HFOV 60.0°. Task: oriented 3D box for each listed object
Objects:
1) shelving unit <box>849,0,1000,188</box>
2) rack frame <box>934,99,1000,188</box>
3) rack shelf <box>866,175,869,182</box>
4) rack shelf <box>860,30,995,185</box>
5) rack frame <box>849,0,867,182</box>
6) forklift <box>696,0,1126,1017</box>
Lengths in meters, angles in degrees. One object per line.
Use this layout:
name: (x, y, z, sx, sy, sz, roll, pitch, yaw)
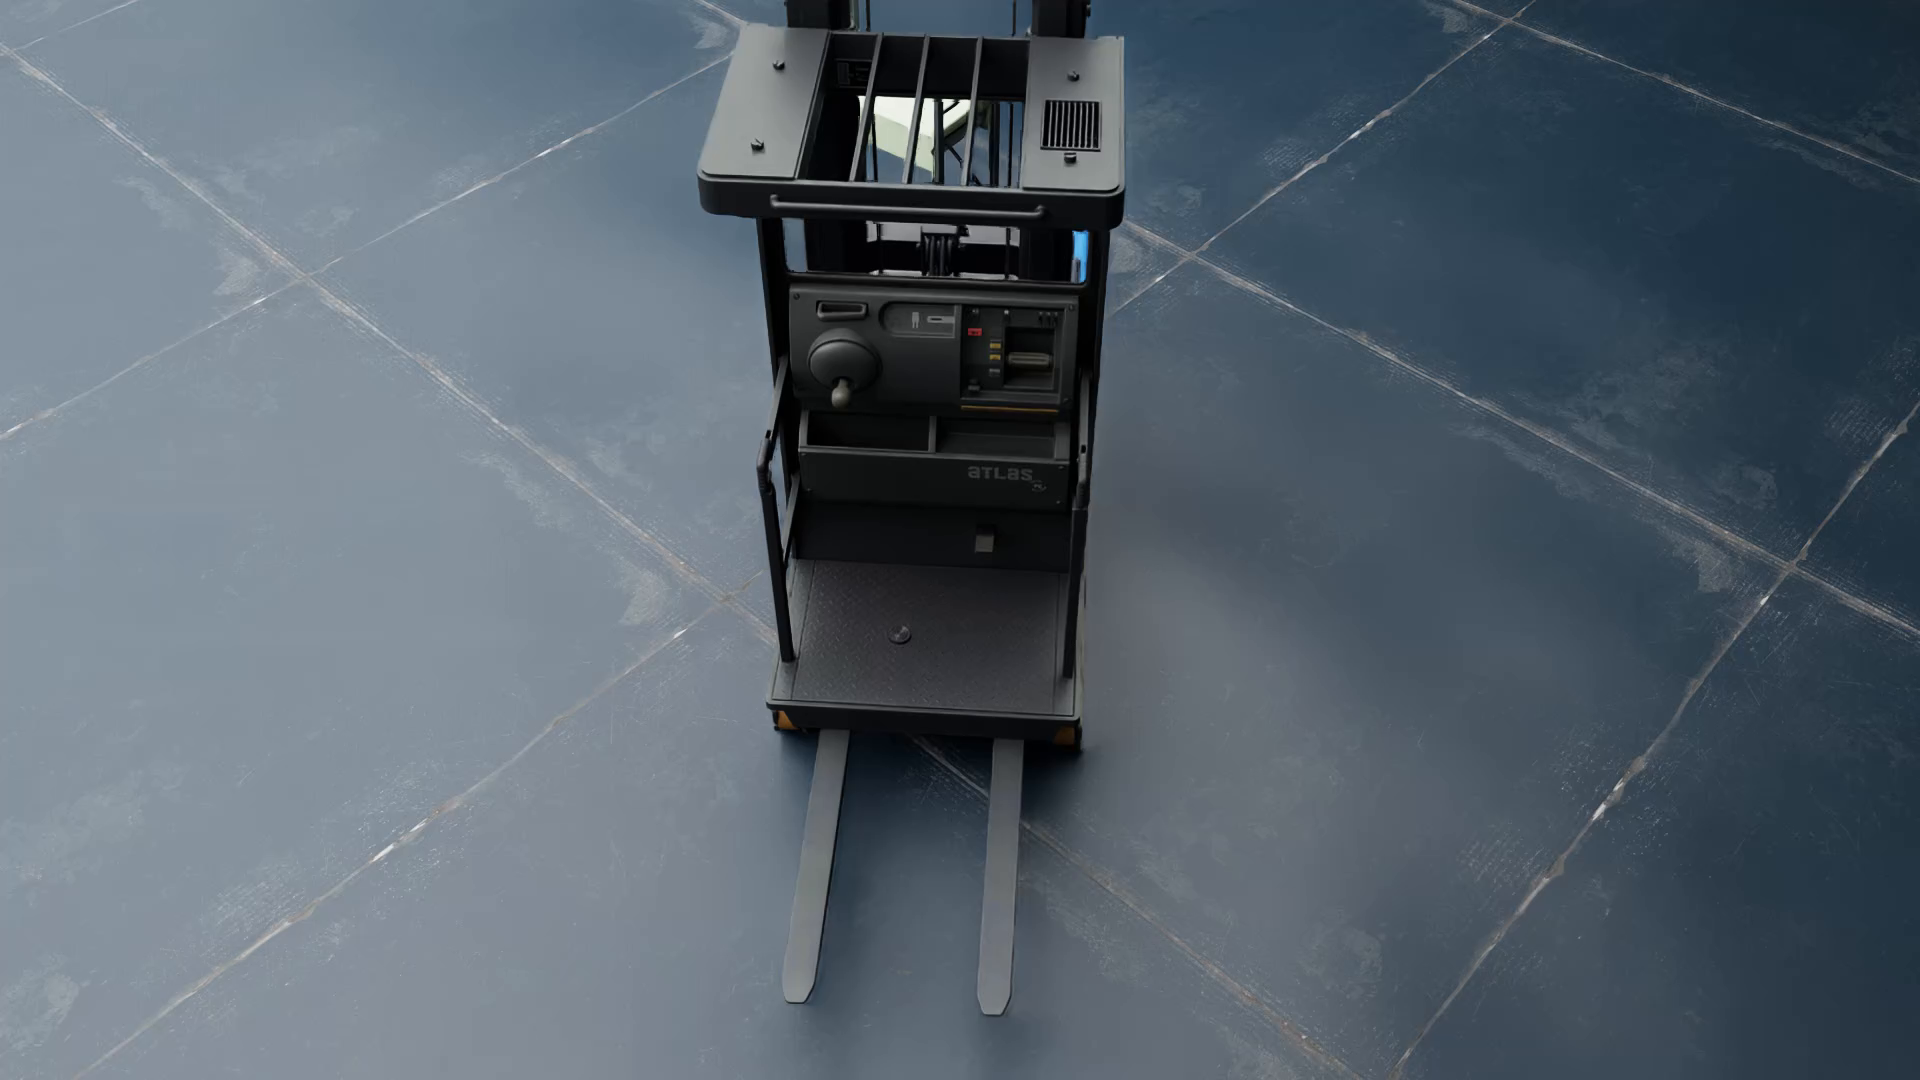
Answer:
shelving unit: (-0.259, -1.454, 7.086, 0.755, 1.500, 0.431, 29, 53, 25)
rack frame: (0.030, -1.290, 6.933, 0.023, 1.500, 0.400, 29, 53, 25)
rack shelf: (-0.259, -1.230, 7.324, 0.720, 0.370, 0.431, 29, 53, 25)
rack shelf: (-0.259, -1.721, 6.802, 0.720, 0.370, 0.431, 29, 53, 25)
rack frame: (-0.548, -1.617, 7.239, 0.023, 1.500, 0.400, 29, 53, 25)
forklift: (-0.099, -0.514, 5.222, 1.130, 2.935, 3.031, 3, 47, 3)
